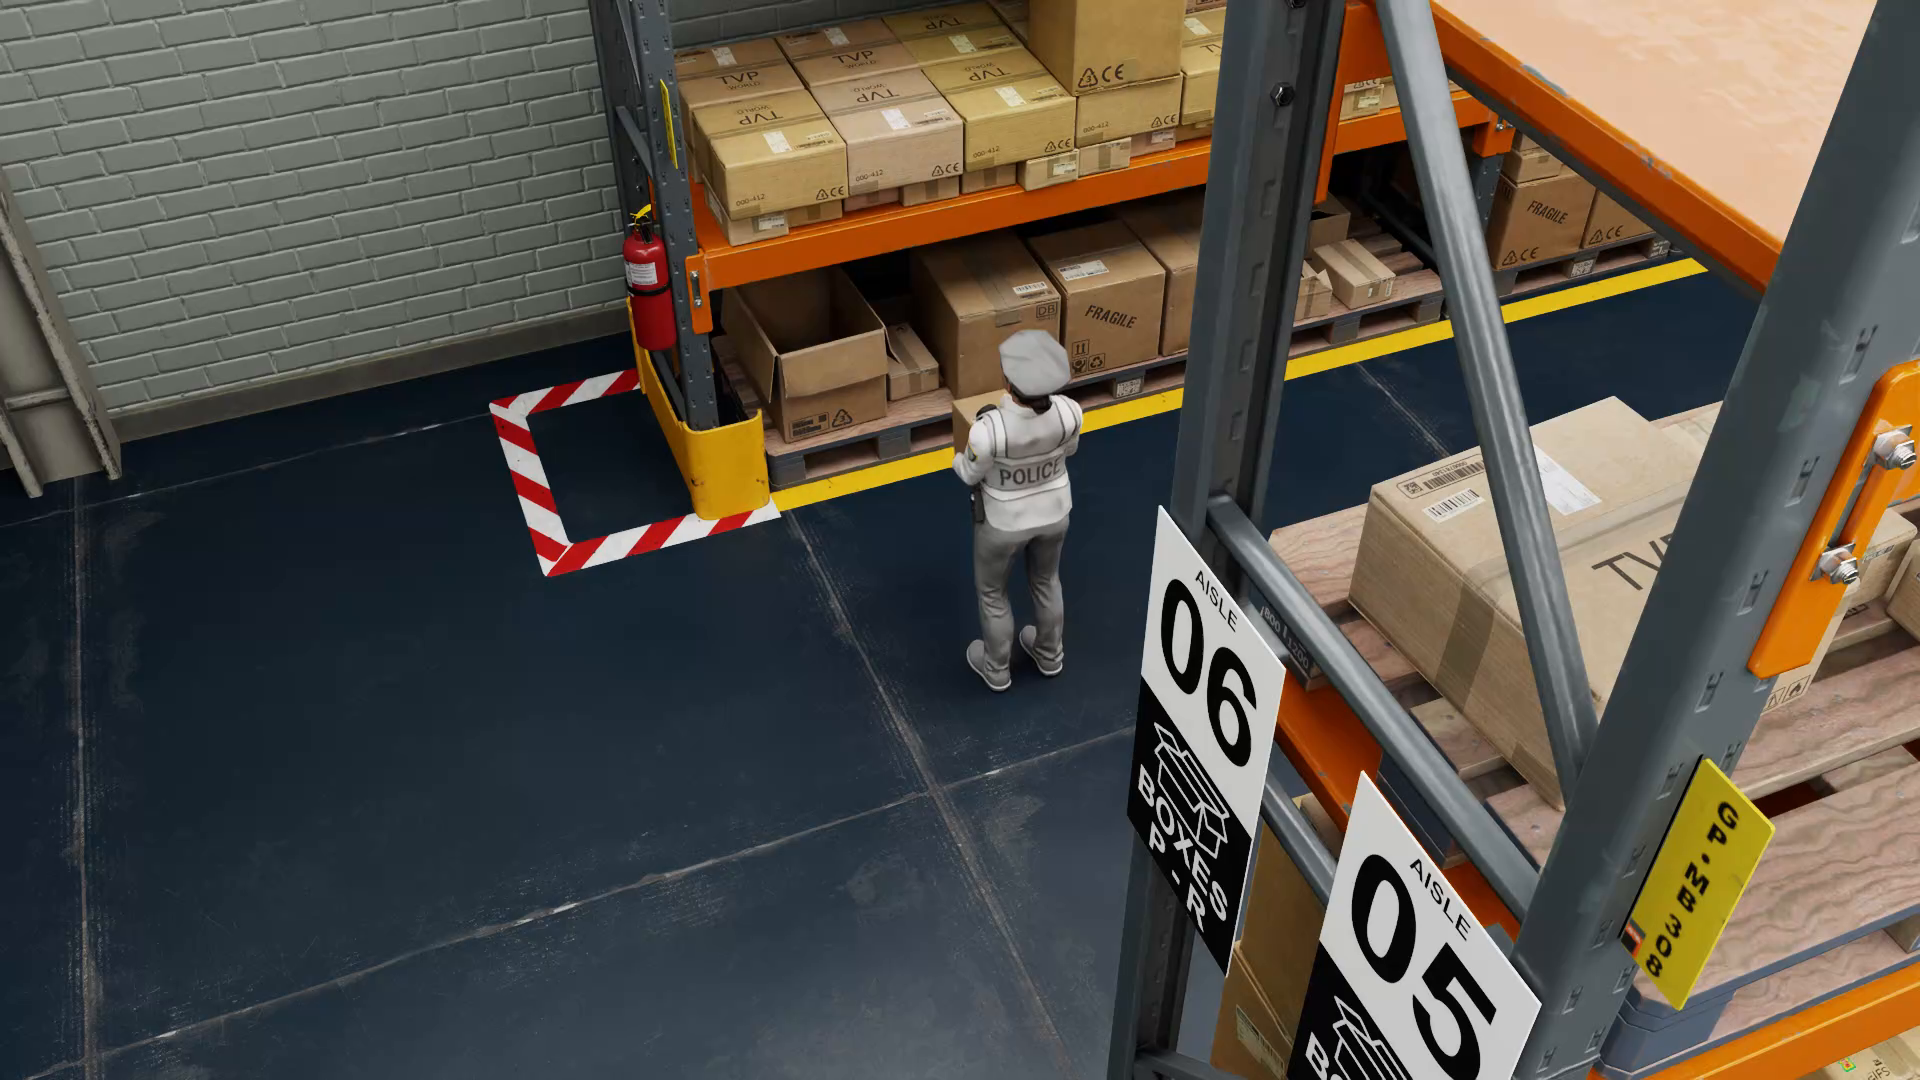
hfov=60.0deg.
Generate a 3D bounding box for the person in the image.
[{"bbox_3d":[0.205,-0.140,6.296,0.459,1.686,0.556,-15,44,-16],"label":"person"}]
